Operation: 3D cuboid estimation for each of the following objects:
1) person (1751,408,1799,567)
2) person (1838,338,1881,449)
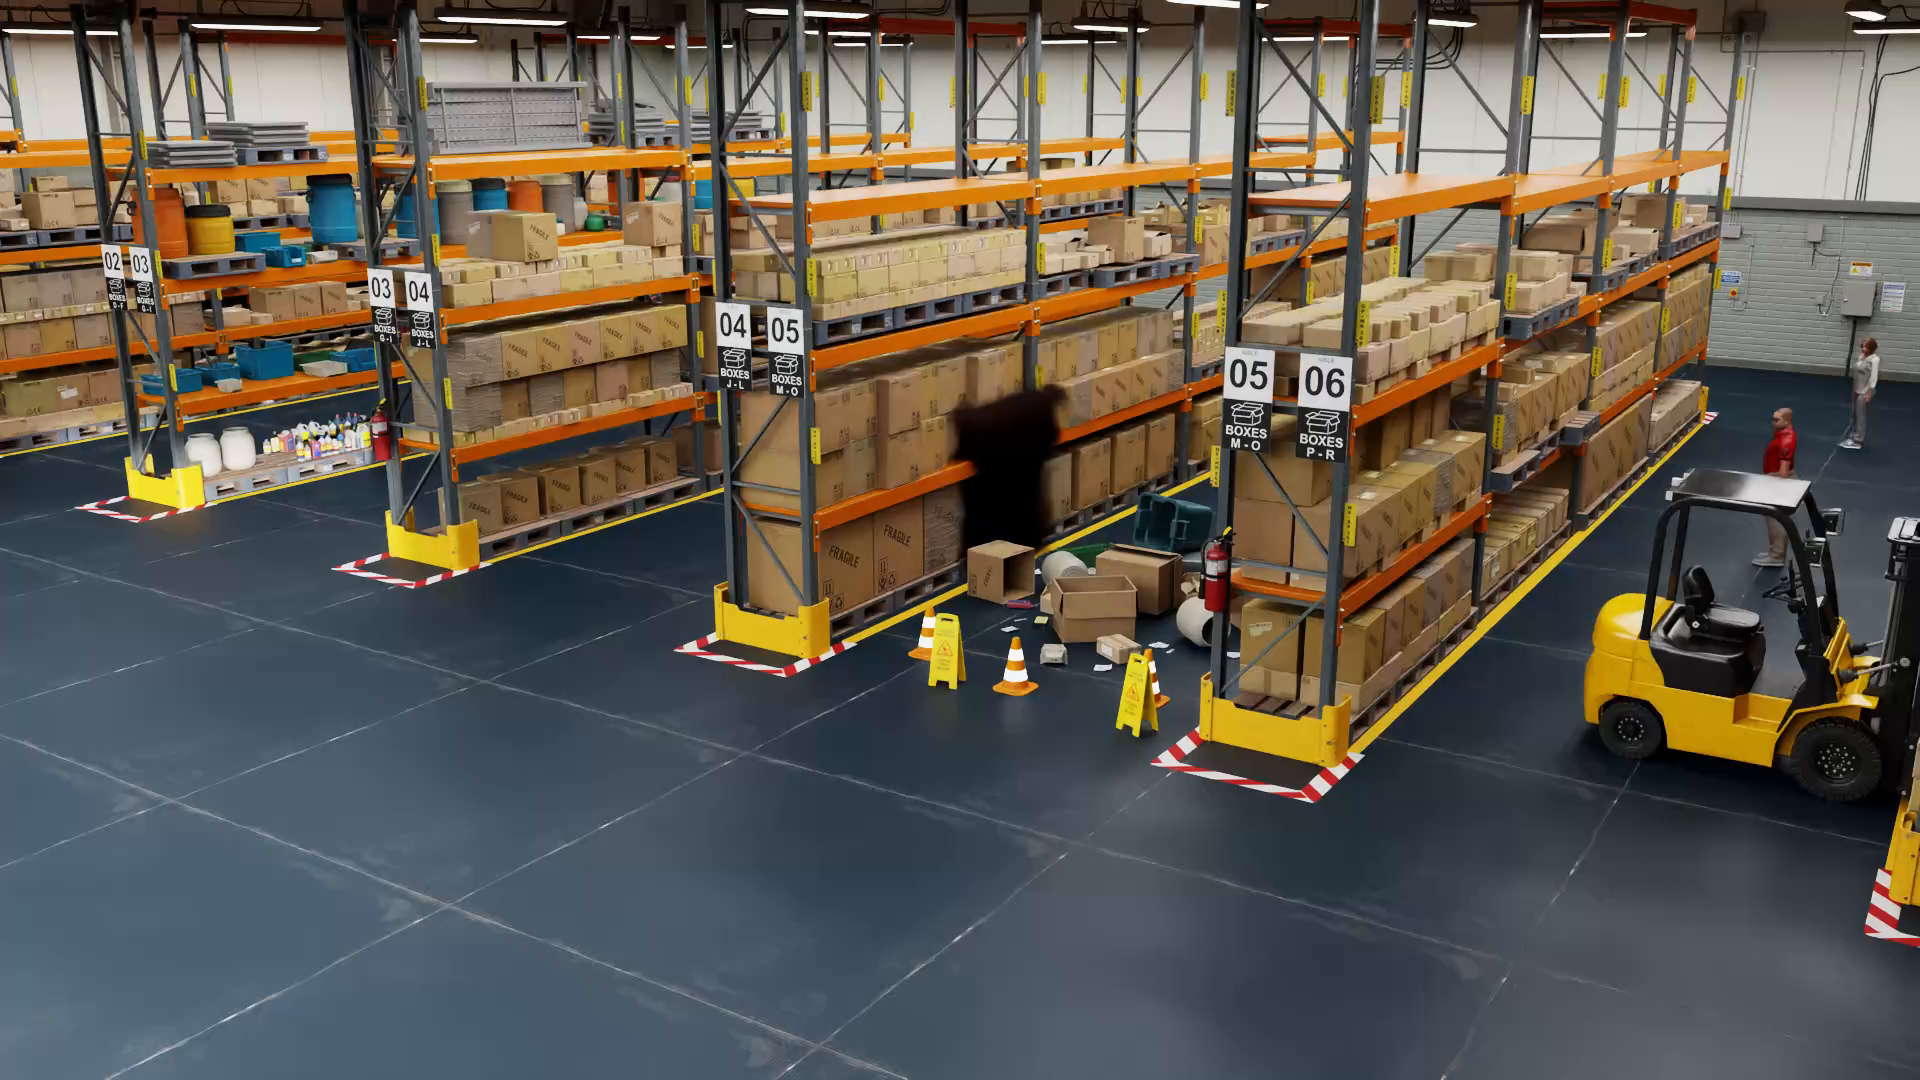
[{"bbox_3d":[8.913,-0.583,18.091,0.374,1.731,0.574,13,20,38],"label":"person"},{"bbox_3d":[12.909,-2.095,23.807,0.353,1.616,0.474,5,16,17],"label":"person"}]
